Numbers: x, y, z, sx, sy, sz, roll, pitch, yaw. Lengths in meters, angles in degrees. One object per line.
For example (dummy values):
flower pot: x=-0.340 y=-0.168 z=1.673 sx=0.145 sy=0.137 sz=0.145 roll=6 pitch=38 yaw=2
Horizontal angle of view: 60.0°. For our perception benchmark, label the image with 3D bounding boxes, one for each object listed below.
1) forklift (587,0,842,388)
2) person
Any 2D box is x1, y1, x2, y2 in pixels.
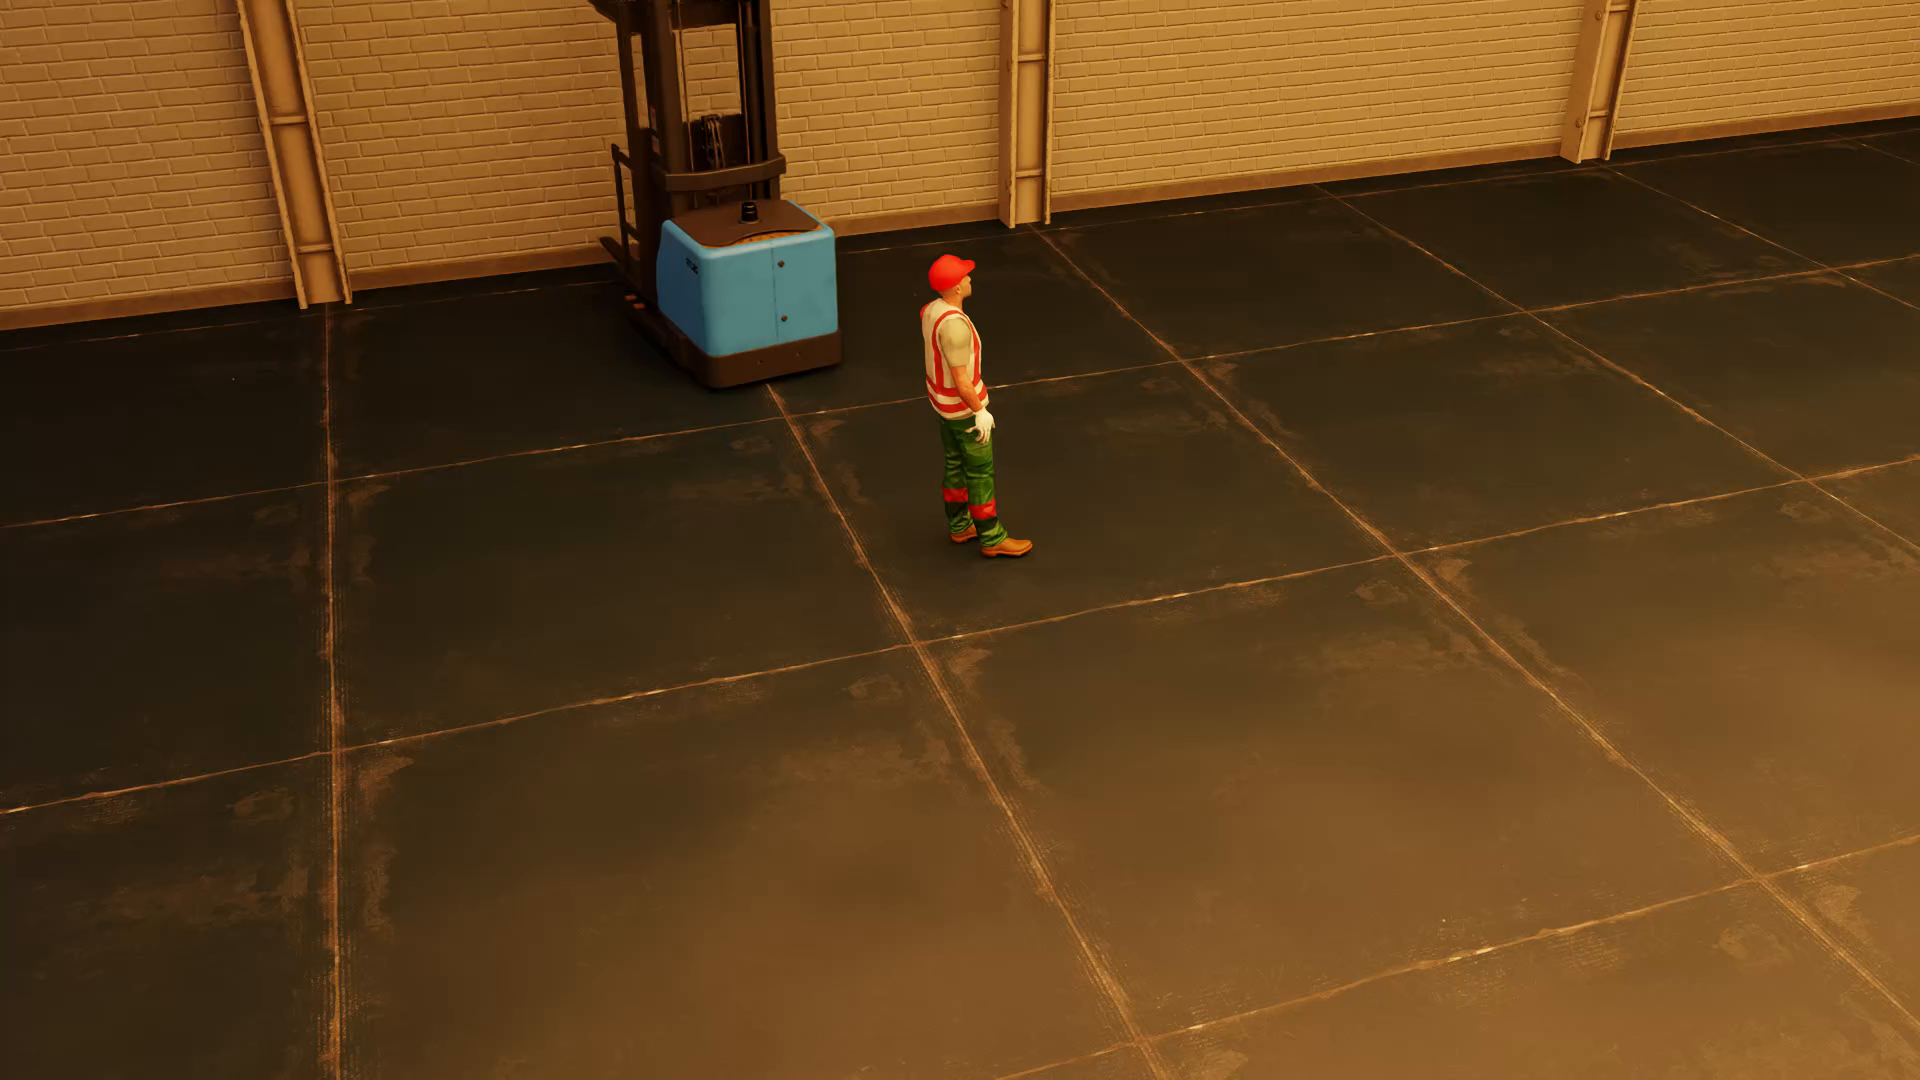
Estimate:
forklift: x=-2.018 y=-3.047 z=12.383 sx=1.130 sy=2.935 sz=3.031 roll=-15 pitch=33 yaw=-25
person: x=0.080 y=-0.789 z=9.590 sx=0.562 sy=1.789 sz=0.638 roll=-10 pitch=31 yaw=-16
